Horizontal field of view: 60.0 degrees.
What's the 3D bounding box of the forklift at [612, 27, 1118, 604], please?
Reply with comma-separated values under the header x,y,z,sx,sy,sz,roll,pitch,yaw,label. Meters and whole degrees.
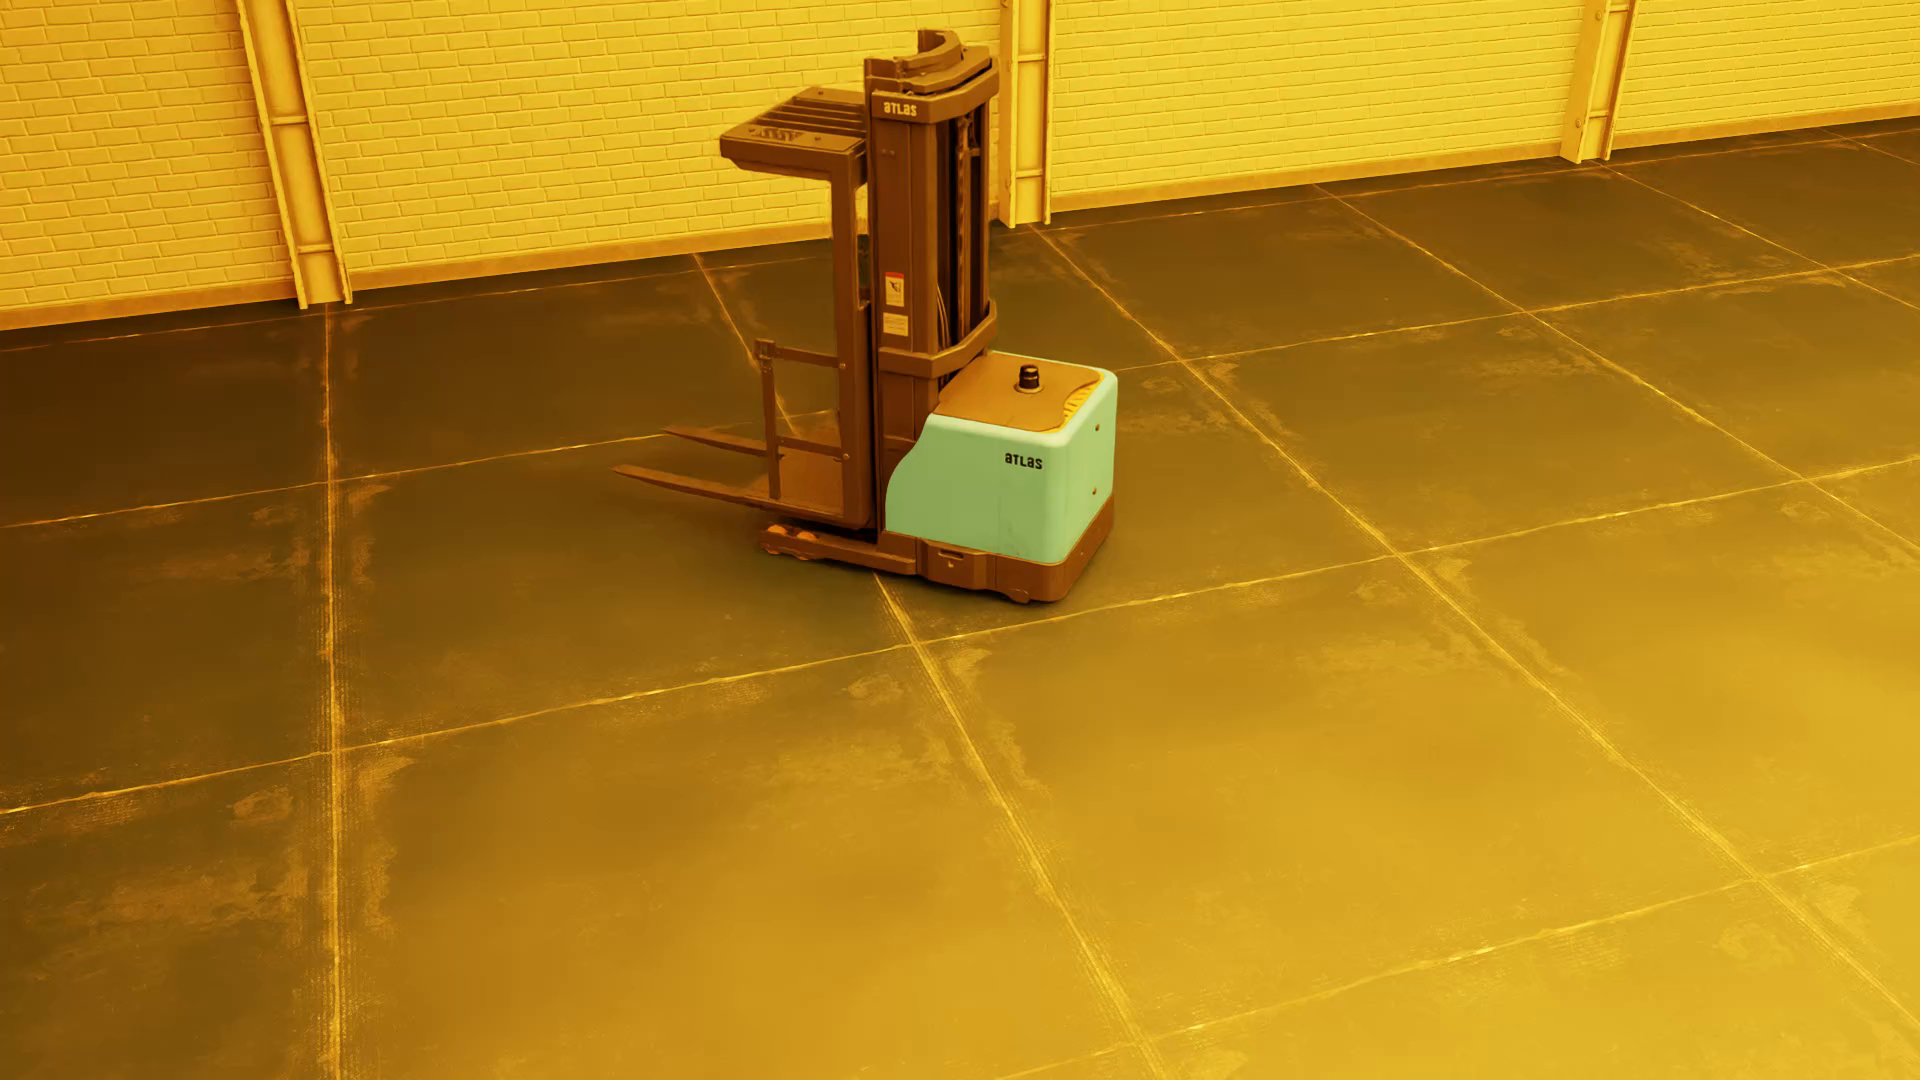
x,y,z,sx,sy,sz,roll,pitch,yaw,label
-0.645,-1.379,9.484,3.031,2.935,1.130,12,32,19,forklift
